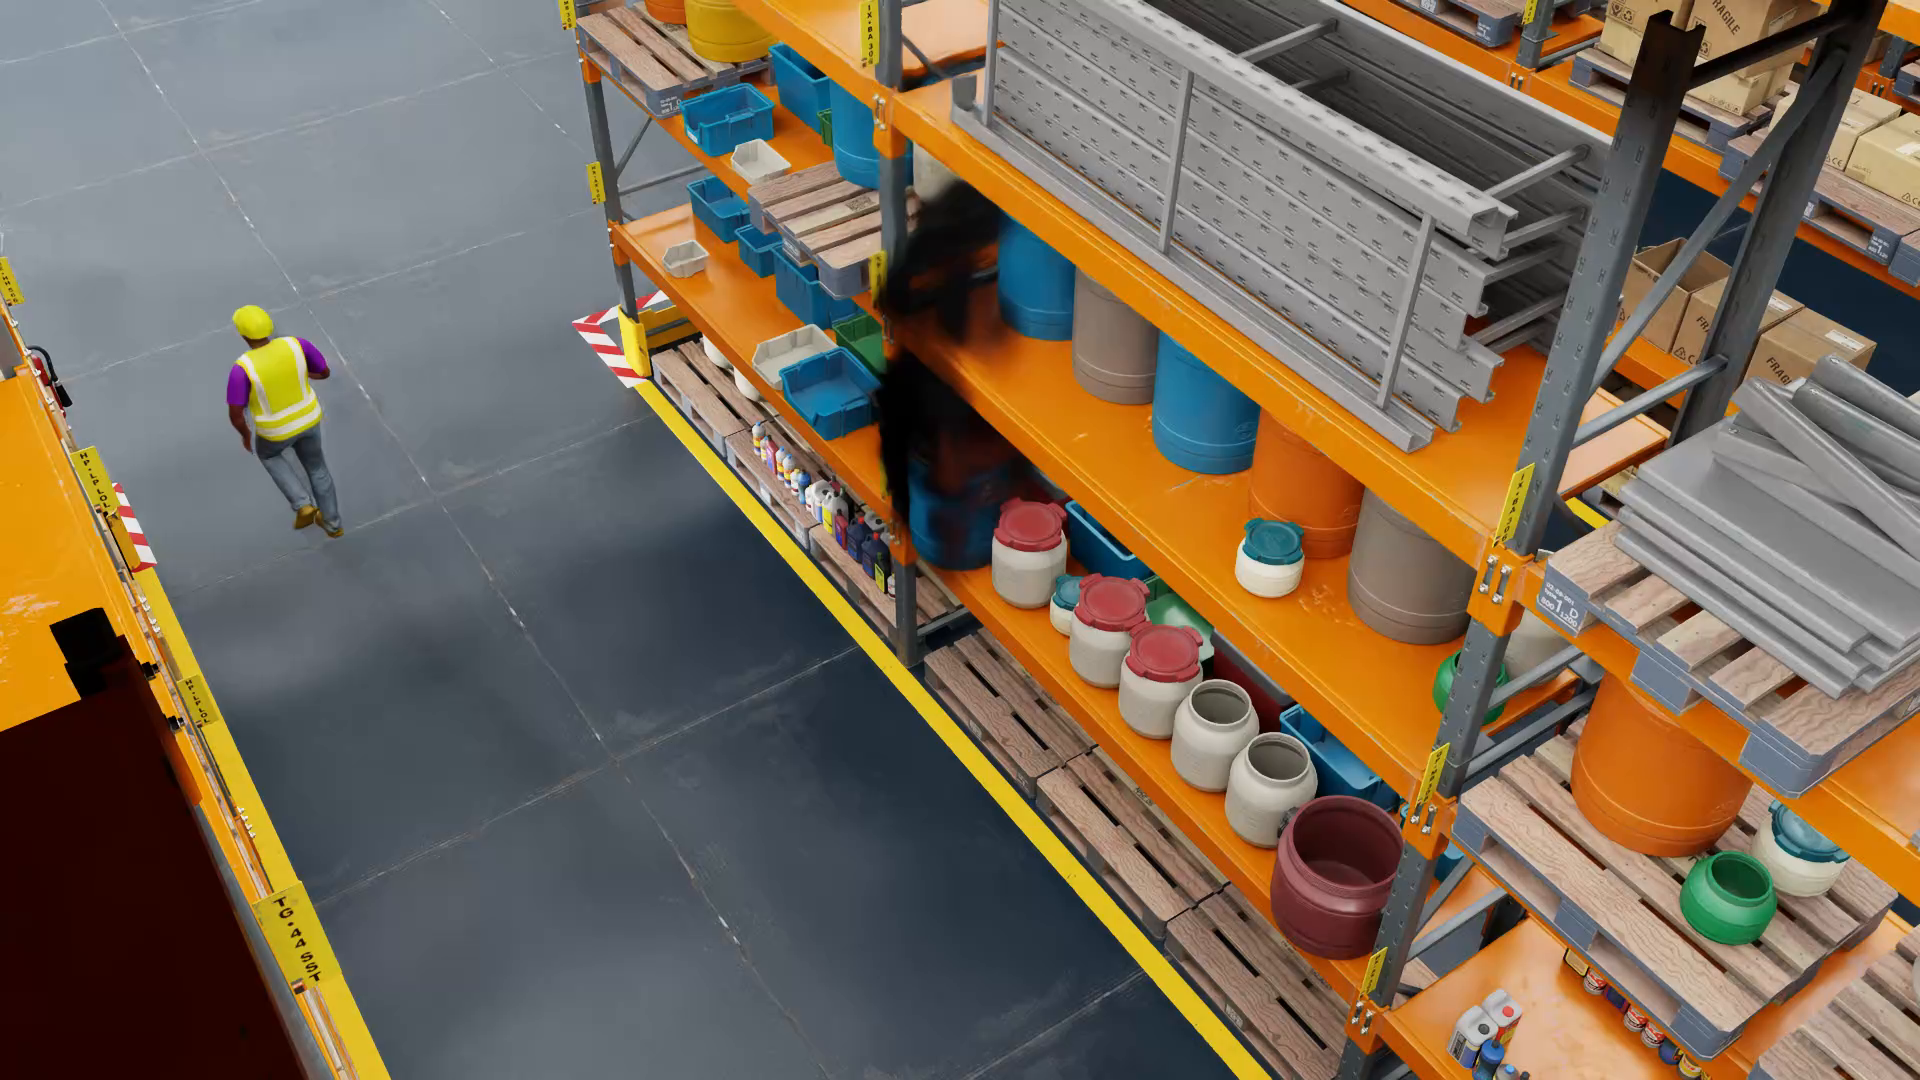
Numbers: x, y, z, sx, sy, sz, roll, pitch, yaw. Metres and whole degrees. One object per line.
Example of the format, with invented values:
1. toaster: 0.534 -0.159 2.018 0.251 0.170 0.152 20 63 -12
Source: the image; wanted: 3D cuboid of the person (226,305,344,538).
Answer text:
1. person: -4.446 -0.799 10.928 0.728 1.736 0.645 -31 51 -29
